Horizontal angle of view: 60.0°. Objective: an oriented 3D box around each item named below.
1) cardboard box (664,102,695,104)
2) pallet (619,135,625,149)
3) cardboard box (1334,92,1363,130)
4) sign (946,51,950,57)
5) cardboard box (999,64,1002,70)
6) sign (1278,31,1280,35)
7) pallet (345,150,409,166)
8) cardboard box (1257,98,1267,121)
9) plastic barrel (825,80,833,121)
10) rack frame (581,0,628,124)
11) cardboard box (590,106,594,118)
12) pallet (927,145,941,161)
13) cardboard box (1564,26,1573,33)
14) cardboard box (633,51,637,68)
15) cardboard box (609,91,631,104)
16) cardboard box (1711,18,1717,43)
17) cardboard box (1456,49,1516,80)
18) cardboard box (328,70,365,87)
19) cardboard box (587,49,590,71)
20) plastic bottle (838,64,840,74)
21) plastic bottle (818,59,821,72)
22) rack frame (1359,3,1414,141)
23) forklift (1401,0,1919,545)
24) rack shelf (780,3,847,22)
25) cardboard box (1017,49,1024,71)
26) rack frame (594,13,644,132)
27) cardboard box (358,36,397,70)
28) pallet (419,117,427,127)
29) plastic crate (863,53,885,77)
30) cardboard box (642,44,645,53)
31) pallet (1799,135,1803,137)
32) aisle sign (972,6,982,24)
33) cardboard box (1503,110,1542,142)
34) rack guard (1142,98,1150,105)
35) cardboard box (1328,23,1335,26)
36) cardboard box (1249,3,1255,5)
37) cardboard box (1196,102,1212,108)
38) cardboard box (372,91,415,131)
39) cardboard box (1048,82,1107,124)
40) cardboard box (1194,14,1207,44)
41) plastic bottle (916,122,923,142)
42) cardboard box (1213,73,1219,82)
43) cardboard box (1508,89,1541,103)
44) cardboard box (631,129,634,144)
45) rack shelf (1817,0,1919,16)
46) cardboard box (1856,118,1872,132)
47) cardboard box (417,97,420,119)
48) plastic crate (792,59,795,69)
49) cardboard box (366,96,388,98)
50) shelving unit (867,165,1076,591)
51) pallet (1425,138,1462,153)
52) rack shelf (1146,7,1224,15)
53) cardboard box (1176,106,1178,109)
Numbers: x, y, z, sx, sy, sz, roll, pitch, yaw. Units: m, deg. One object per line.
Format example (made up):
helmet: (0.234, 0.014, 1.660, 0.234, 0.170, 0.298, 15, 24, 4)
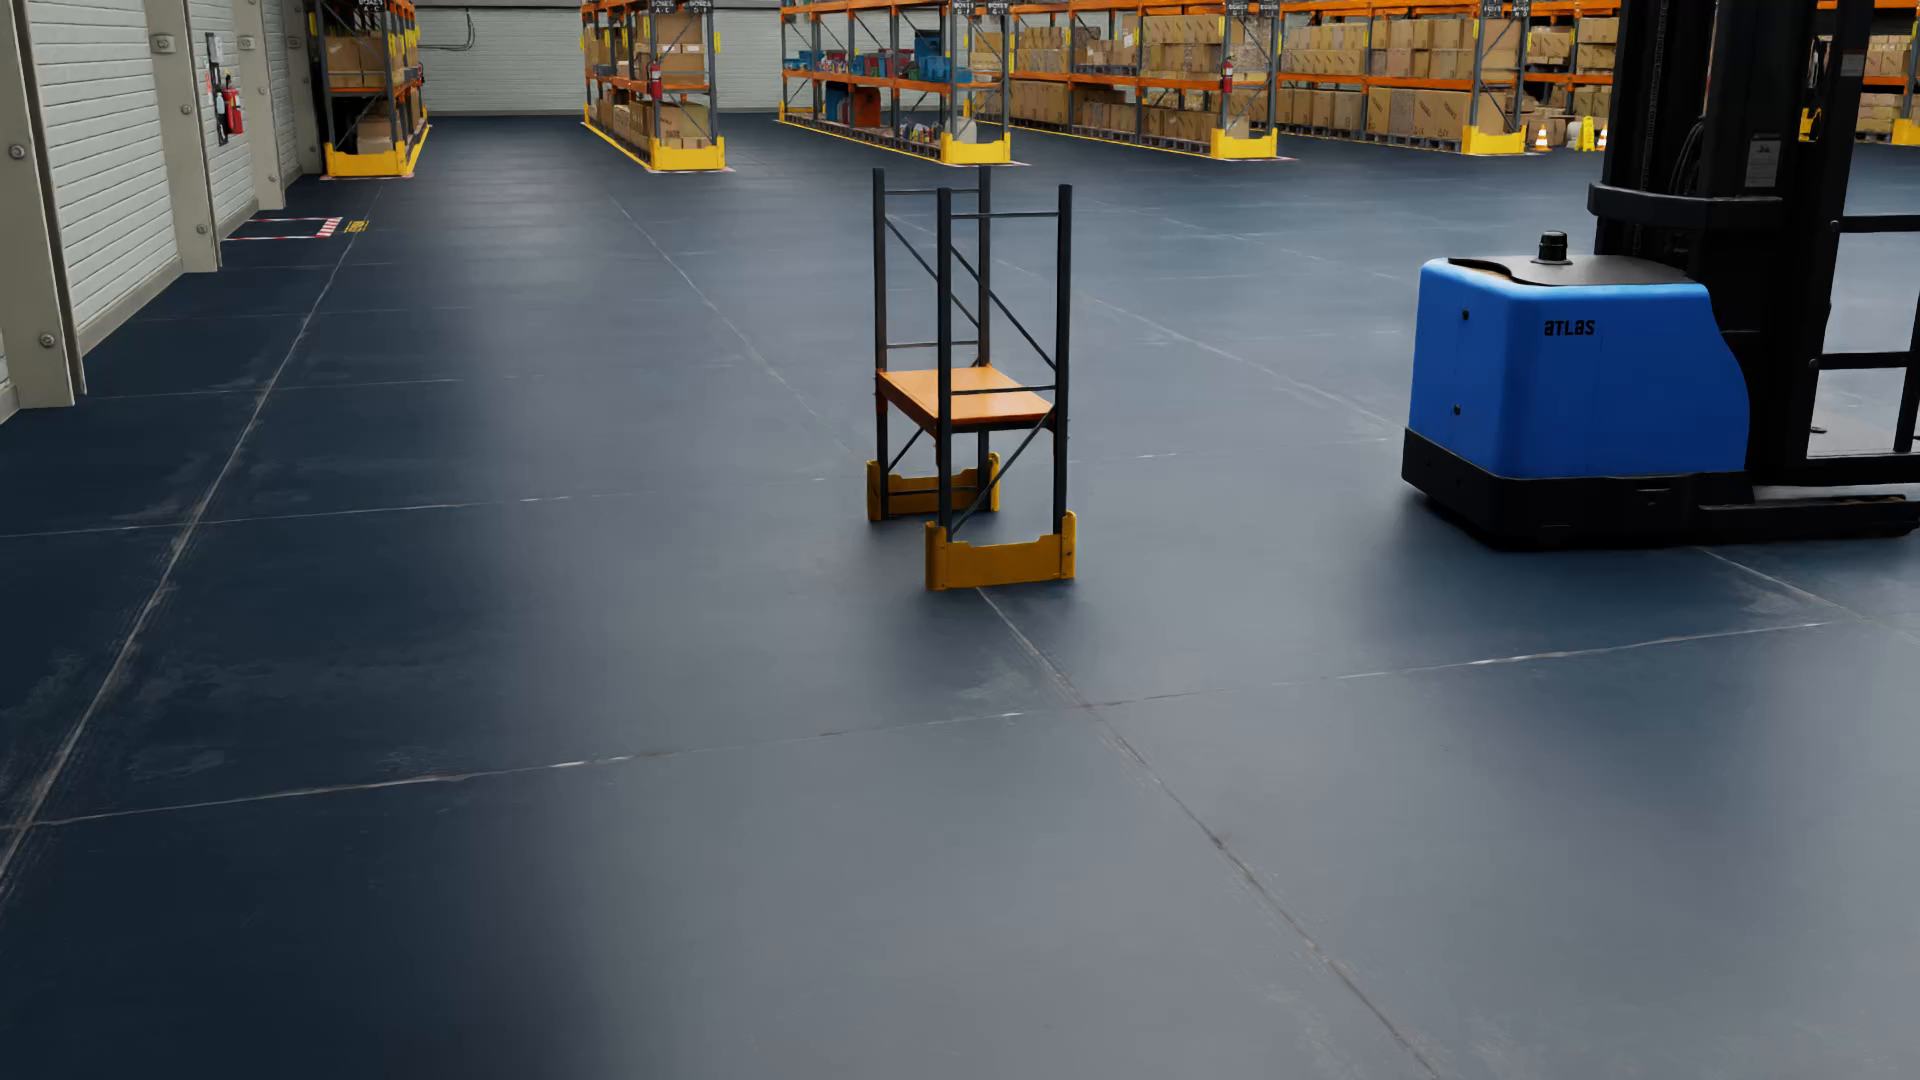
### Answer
cardboard box: (-4.928, -7.453, 29.296, 0.500, 0.500, 0.500, -5, 17, -15)
pallet: (-6.111, -7.801, 32.556, 1.003, 0.211, 1.213, -5, 17, -15)
cardboard box: (8.533, -9.032, 34.988, 1.050, 0.750, 0.750, -5, 17, -16)
sign: (-0.237, -9.161, 31.756, 0.100, 0.325, 0.005, -5, 17, -15)
cardboard box: (1.184, -11.744, 41.272, 0.380, 0.149, 0.250, -4, 17, -14)
sign: (7.172, -11.322, 37.554, 0.100, 0.325, 0.005, -5, 17, -15)
pallet: (-9.737, -6.349, 27.720, 1.003, 0.211, 1.213, -5, 17, -15)
cardboard box: (7.259, -10.016, 38.697, 0.500, 0.500, 0.500, -5, 17, -16)
plastic barrel: (-2.834, -10.246, 38.764, 0.600, 0.901, 0.708, -5, 17, -15)
rack frame: (-8.830, -11.917, 41.411, 1.000, 3.000, 0.127, -5, 17, -15)
cardboard box: (-8.679, -10.361, 40.247, 0.500, 0.250, 0.500, -5, 17, -15)
pallet: (0.046, -6.789, 29.186, 1.003, 0.211, 1.213, -5, 17, -15)
cardboard box: (13.335, -11.316, 36.862, 0.380, 0.149, 0.250, -4, 17, -12)
cardboard box: (-6.010, -9.144, 32.004, 0.500, 0.500, 0.500, -5, 17, -15)
cardboard box: (-7.134, -9.332, 35.083, 0.500, 0.250, 0.500, -4, 17, -13)
cardboard box: (14.271, -9.850, 32.102, 0.700, 0.500, 0.500, -5, 17, -17)
cardboard box: (9.744, -8.809, 30.802, 0.875, 0.550, 0.550, -5, 17, -15)
cardboard box: (-9.510, -7.150, 25.768, 0.500, 0.250, 0.500, -4, 17, -14)
cardboard box: (-8.680, -11.540, 39.982, 0.500, 0.500, 0.500, -5, 17, -15)
plastic bottle: (-2.628, -10.337, 36.495, 0.097, 0.201, 0.097, 0, 17, 0)
plastic bottle: (-3.240, -10.973, 38.472, 0.061, 0.283, 0.133, -5, 17, -15)
rack frame: (8.790, -9.744, 34.177, 1.000, 3.000, 0.127, -5, 17, -15)
forklift: (3.591, -1.557, 7.042, 3.031, 2.935, 1.130, -2, 17, -8)
rack shelf: (-3.517, -12.847, 40.542, 1.077, 0.370, 4.000, -5, 17, -15)
cardboard box: (1.681, -11.494, 39.828, 0.500, 0.500, 0.500, -5, 17, -15)
rack frame: (-7.731, -10.811, 37.728, 1.000, 3.000, 0.127, -5, 17, -15)
cardboard box: (-9.037, -7.551, 25.800, 0.500, 0.500, 0.500, -5, 17, -15)
pallet: (-13.297, -9.974, 39.789, 1.003, 0.211, 1.213, -5, 17, -15)
plastic crate: (-1.718, -9.654, 33.767, 0.402, 0.464, 0.583, -5, 17, -15)
cardboard box: (-5.287, -8.511, 28.769, 0.380, 0.149, 0.250, -5, 17, -17)
pallet: (18.472, -8.998, 36.541, 1.003, 0.211, 1.213, -5, 17, -15)
aisle sign: (0.387, -13.940, 43.628, 0.394, 0.787, 0.004, -5, 17, -15)
cardboard box: (11.439, -8.470, 34.039, 0.797, 0.637, 0.503, -5, 17, -15)
rack guard: (5.513, -11.845, 45.517, 1.175, 0.500, 0.348, -5, 17, -15)
cardboard box: (10.247, -13.981, 45.242, 0.380, 0.149, 0.250, -5, 18, -17)
cardboard box: (7.006, -12.749, 38.792, 0.500, 0.500, 0.500, -5, 17, -15)
cardboard box: (6.199, -10.997, 42.057, 0.380, 0.149, 0.250, -4, 17, -14)
cardboard box: (-11.470, -8.697, 33.698, 0.750, 0.750, 0.750, -5, 17, -16)
cardboard box: (2.724, -9.862, 37.534, 1.225, 0.875, 0.875, -6, 18, -18)
cardboard box: (4.561, -9.213, 29.981, 0.500, 0.500, 0.500, -5, 17, -15)
plastic bottle: (-0.726, -7.453, 30.390, 0.144, 0.351, 0.185, -4, 17, -13)
cardboard box: (4.748, -8.285, 29.756, 0.380, 0.149, 0.250, -5, 17, -15)
cardboard box: (15.555, -12.177, 45.891, 0.700, 0.500, 0.500, -5, 18, -17)
cardboard box: (-5.697, -7.330, 30.189, 0.500, 0.250, 0.500, -5, 17, -15)
rack shelf: (18.843, -11.096, 34.713, 1.077, 0.370, 4.000, -5, 17, -15)
cardboard box: (18.832, -8.578, 34.345, 0.500, 0.250, 0.500, -5, 17, -15)
cardboard box: (-13.166, -10.204, 39.324, 0.700, 0.500, 0.500, -5, 17, -15)
plastic crate: (-3.954, -11.798, 41.200, 0.416, 0.233, 0.300, -5, 17, -15)
cardboard box: (-11.049, -8.327, 31.735, 0.500, 0.250, 0.500, -4, 17, -14)
shelving unit: (0.021, -0.697, 6.666, 0.587, 1.500, 1.083, -5, 17, -15)
pallet: (9.594, -7.517, 31.611, 1.003, 0.211, 1.213, -5, 17, -15)
rack shelf: (6.042, -13.602, 43.058, 1.077, 0.370, 4.000, -5, 17, -15)
cardboard box: (5.865, -11.238, 43.376, 0.380, 0.149, 0.250, -4, 17, -14)
